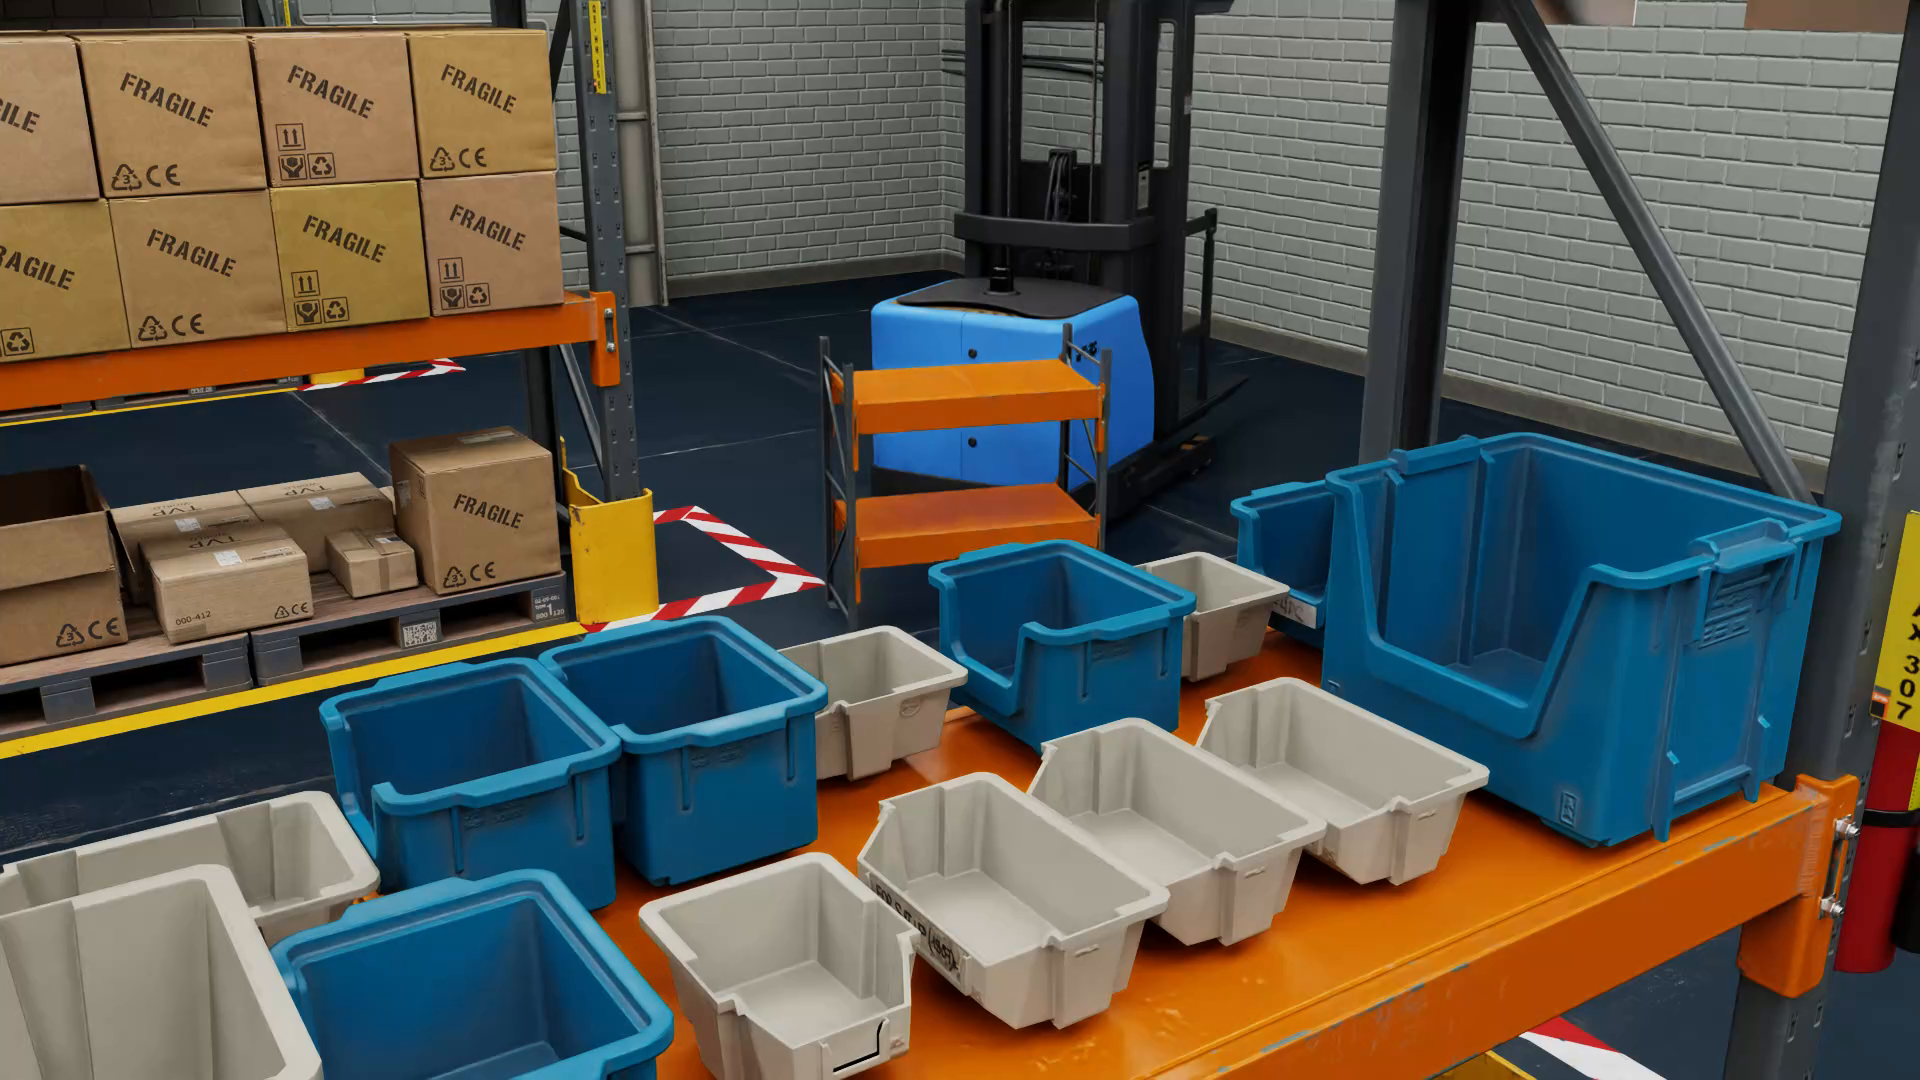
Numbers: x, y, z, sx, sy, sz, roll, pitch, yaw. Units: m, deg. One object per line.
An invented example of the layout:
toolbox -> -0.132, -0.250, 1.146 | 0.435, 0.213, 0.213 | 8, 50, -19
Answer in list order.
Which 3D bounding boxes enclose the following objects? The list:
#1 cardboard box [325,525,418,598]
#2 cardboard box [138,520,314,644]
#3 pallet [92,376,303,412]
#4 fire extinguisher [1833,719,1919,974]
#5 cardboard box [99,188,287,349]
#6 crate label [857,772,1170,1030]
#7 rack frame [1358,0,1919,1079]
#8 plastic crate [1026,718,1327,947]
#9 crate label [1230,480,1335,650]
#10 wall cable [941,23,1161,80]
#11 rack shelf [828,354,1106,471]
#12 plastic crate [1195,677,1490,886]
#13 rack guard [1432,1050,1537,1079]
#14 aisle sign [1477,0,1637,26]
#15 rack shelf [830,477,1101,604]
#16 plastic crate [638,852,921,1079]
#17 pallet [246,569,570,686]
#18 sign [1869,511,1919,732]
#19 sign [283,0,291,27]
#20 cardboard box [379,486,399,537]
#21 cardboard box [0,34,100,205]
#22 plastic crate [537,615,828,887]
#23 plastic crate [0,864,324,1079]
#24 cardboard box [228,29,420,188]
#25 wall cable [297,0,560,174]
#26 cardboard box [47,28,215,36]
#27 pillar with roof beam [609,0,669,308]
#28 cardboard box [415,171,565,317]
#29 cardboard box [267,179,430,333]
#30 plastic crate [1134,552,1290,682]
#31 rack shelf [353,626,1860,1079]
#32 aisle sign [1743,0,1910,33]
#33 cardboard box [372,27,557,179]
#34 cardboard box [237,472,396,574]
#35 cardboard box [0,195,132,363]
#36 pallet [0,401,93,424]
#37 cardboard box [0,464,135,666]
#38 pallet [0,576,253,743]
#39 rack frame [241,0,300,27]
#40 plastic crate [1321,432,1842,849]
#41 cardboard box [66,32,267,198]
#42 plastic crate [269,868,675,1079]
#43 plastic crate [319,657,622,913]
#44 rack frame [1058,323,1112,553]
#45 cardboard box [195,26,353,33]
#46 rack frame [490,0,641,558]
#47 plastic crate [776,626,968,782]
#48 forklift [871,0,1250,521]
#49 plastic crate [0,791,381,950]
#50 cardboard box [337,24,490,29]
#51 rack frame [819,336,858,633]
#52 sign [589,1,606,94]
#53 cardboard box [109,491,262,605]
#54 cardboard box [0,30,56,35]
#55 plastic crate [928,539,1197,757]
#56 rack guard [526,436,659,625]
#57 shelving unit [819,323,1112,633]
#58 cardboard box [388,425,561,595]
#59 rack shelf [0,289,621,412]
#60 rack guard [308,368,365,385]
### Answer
cardboard box -> -2.331, 0.074, 6.579 | 0.250, 0.166, 0.380 | -12, 22, -31
cardboard box -> -2.754, 0.147, 6.234 | 0.500, 0.250, 0.500 | -12, 22, -31
pallet -> -4.977, -1.110, 10.699 | 1.213, 0.211, 1.003 | -12, 22, -31
fire extinguisher -> 1.472, 0.365, 2.684 | 0.183, 0.674, 0.296 | -12, 22, -31
cardboard box -> -2.700, -0.986, 5.820 | 0.500, 0.500, 0.500 | -12, 22, -31
crate label -> 0.045, 0.448, 2.053 | 0.243, 0.136, 0.396 | -12, 22, -31
rack frame -> 1.098, 0.058, 2.890 | 0.053, 2.616, 0.949 | -12, 22, -31
plastic crate -> 0.265, 0.393, 2.218 | 0.243, 0.136, 0.396 | -12, 22, -31
crate label -> 0.709, 0.063, 3.042 | 0.303, 0.233, 0.416 | -12, 22, -31
wall cable -> 0.568, -4.865, 12.932 | 0.112, 2.526, 3.097 | -12, 22, -31
rack shelf -> 0.013, -0.516, 6.583 | 1.000, 0.278, 0.538 | -5, 20, -15
plastic crate -> 0.515, 0.346, 2.357 | 0.243, 0.136, 0.396 | -12, 22, -31
rack guard -> 1.109, 1.233, 3.316 | 0.348, 0.500, 1.175 | -12, 22, -31
aisle sign -> 0.993, -1.267, 2.749 | 0.004, 0.787, 0.394 | -12, 22, -31
rack shelf -> 0.010, -0.010, 6.764 | 1.000, 0.278, 0.538 | -5, 20, -15
plastic crate -> -0.192, 0.505, 1.884 | 0.250, 0.136, 0.298 | -12, 22, -31
pallet -> -2.354, 0.207, 6.805 | 1.213, 0.211, 1.003 | -12, 22, -31
sign -> 1.412, 0.124, 2.440 | 0.005, 0.325, 0.100 | -12, 22, -31
sign -> -4.066, -3.106, 10.071 | 0.005, 0.325, 0.100 | -12, 22, -31
cardboard box -> -2.373, -0.109, 7.120 | 0.250, 0.166, 0.380 | -12, 22, -31
cardboard box -> -3.126, -1.365, 5.383 | 0.500, 0.500, 0.500 | -11, 22, -30
plastic crate -> -0.391, 0.295, 2.356 | 0.300, 0.233, 0.416 | -12, 22, -31
plastic crate -> -0.868, 0.570, 1.468 | 0.530, 0.282, 0.437 | -12, 22, -31
cardboard box -> -2.267, -1.548, 5.924 | 0.500, 0.500, 0.500 | -11, 22, -30
wall cable -> -3.803, -3.553, 11.984 | 1.851, 1.984, 0.084 | -12, 22, -31
cardboard box -> -2.994, -1.601, 6.080 | 0.500, 0.500, 0.500 | -12, 22, -31
pillar with roof beam -> -0.206, -4.990, 8.455 | 0.400, 9.000, 9.100 | -12, 22, -31
cardboard box -> -1.849, -1.164, 6.349 | 0.500, 0.500, 0.500 | -11, 22, -30
cardboard box -> -2.281, -1.072, 6.076 | 0.500, 0.500, 0.500 | -12, 22, -31
plastic crate -> 0.395, 0.143, 2.955 | 0.298, 0.136, 0.250 | -12, 22, -31
rack shelf -> -0.574, 0.750, 1.966 | 4.000, 0.370, 1.077 | -12, 22, -31
aisle sign -> 1.317, -1.109, 2.282 | 0.004, 0.787, 0.394 | -12, 22, -31
cardboard box -> -1.845, -1.638, 6.188 | 0.500, 0.500, 0.500 | -12, 22, -32
cardboard box -> -2.653, -0.066, 6.864 | 0.500, 0.250, 0.500 | -12, 22, -31
cardboard box -> -3.121, -0.897, 5.558 | 0.500, 0.500, 0.500 | -12, 22, -32
pallet -> -5.995, -0.897, 10.067 | 1.213, 0.211, 1.003 | -12, 22, -31
cardboard box -> -3.399, 0.078, 6.042 | 0.637, 0.503, 0.797 | -12, 22, -31
pallet -> -3.372, 0.420, 6.173 | 1.213, 0.211, 1.003 | -12, 22, -31
rack frame -> -4.353, -2.593, 10.731 | 0.127, 3.000, 1.000 | -12, 22, -31
plastic crate -> 0.919, 0.121, 2.555 | 0.499, 0.435, 0.616 | -12, 22, -31
cardboard box -> -2.697, -1.456, 5.650 | 0.500, 0.500, 0.500 | -11, 22, -30
plastic crate -> -0.478, 0.538, 1.637 | 0.300, 0.233, 0.416 | -12, 22, -31
plastic crate -> -0.641, 0.348, 2.199 | 0.300, 0.233, 0.416 | -12, 22, -31
rack frame -> 0.501, -0.284, 6.811 | 0.032, 1.125, 0.500 | -5, 20, -15
cardboard box -> -2.573, -1.688, 6.337 | 0.500, 0.500, 0.500 | -12, 22, -31
rack frame -> -1.625, -1.269, 6.814 | 0.127, 3.000, 1.000 | -12, 22, -31
plastic crate -> -0.171, 0.263, 2.602 | 0.298, 0.136, 0.250 | -12, 22, -31
forklift -> 0.723, -1.790, 8.462 | 1.130, 2.935, 3.031 | 10, 21, 27
plastic crate -> -0.956, 0.471, 1.986 | 0.466, 0.136, 0.293 | -12, 22, -31
cardboard box -> -2.141, -1.782, 6.615 | 0.500, 0.500, 0.500 | -11, 22, -30
rack frame -> -0.478, -0.196, 6.552 | 0.032, 1.125, 0.500 | -5, 20, -15
sign -> -1.337, -1.815, 6.128 | 0.005, 0.325, 0.100 | -12, 22, -31
cardboard box -> -3.070, 0.022, 6.604 | 0.500, 0.250, 0.500 | -12, 22, -31
cardboard box -> -3.417, -1.511, 5.814 | 0.500, 0.500, 0.500 | -12, 22, -32
plastic crate -> 0.159, 0.179, 2.699 | 0.300, 0.233, 0.416 | -12, 22, -31
rack guard -> -1.688, -0.071, 7.174 | 0.348, 0.500, 1.175 | -12, 22, -31
shelving unit -> 0.012, -0.240, 6.682 | 1.048, 1.125, 0.538 | -5, 20, -15
cardboard box -> -1.944, -0.131, 6.665 | 0.500, 0.500, 0.500 | -12, 22, -31
rack shelf -> -3.295, -0.576, 5.887 | 4.000, 0.370, 1.077 | -12, 22, -31
rack guard -> -4.332, -1.413, 11.144 | 0.348, 0.500, 1.175 | -12, 22, -31
